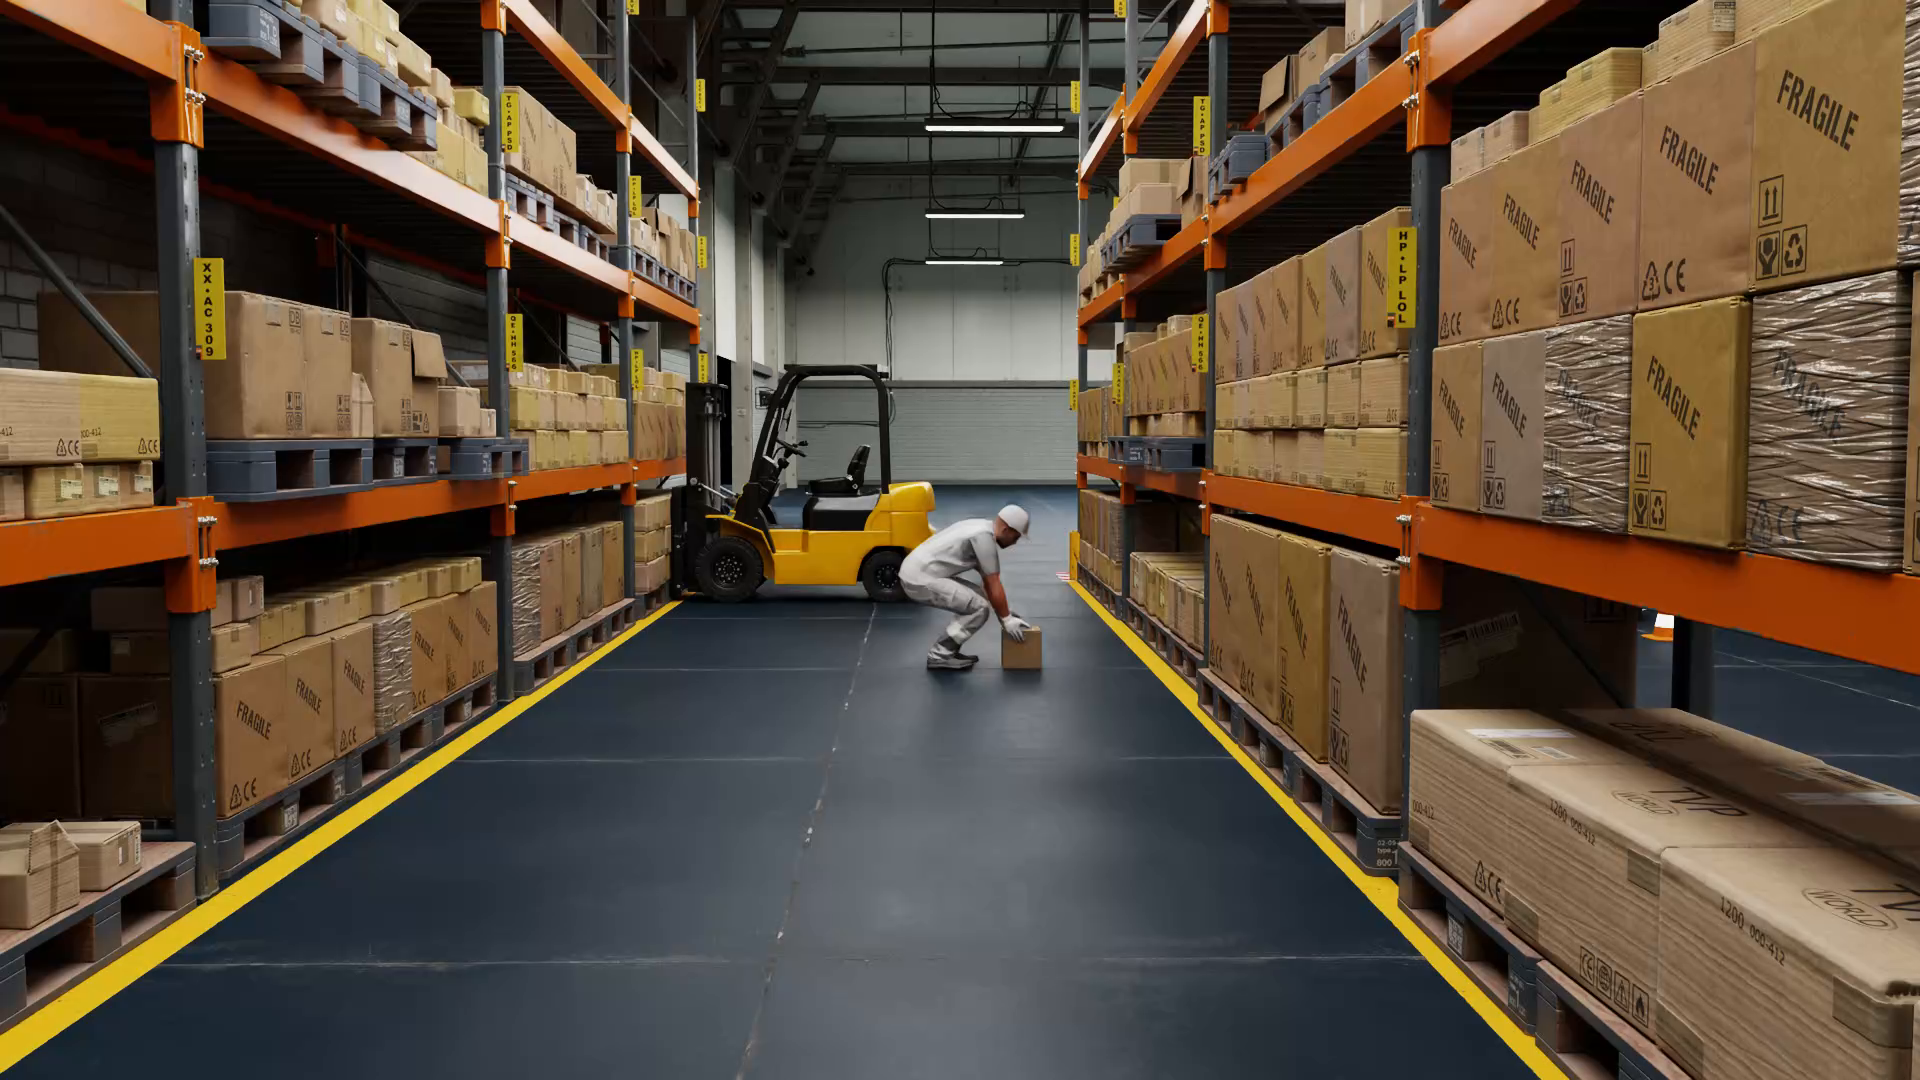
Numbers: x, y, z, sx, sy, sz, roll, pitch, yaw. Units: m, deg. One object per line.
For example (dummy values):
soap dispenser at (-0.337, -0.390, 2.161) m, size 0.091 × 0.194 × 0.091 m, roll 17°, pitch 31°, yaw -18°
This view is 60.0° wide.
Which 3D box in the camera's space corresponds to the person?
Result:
person at (0.028, 0.302, 10.948) m, size 0.870 × 1.065 × 0.577 m, roll 0°, pitch 4°, yaw -1°
